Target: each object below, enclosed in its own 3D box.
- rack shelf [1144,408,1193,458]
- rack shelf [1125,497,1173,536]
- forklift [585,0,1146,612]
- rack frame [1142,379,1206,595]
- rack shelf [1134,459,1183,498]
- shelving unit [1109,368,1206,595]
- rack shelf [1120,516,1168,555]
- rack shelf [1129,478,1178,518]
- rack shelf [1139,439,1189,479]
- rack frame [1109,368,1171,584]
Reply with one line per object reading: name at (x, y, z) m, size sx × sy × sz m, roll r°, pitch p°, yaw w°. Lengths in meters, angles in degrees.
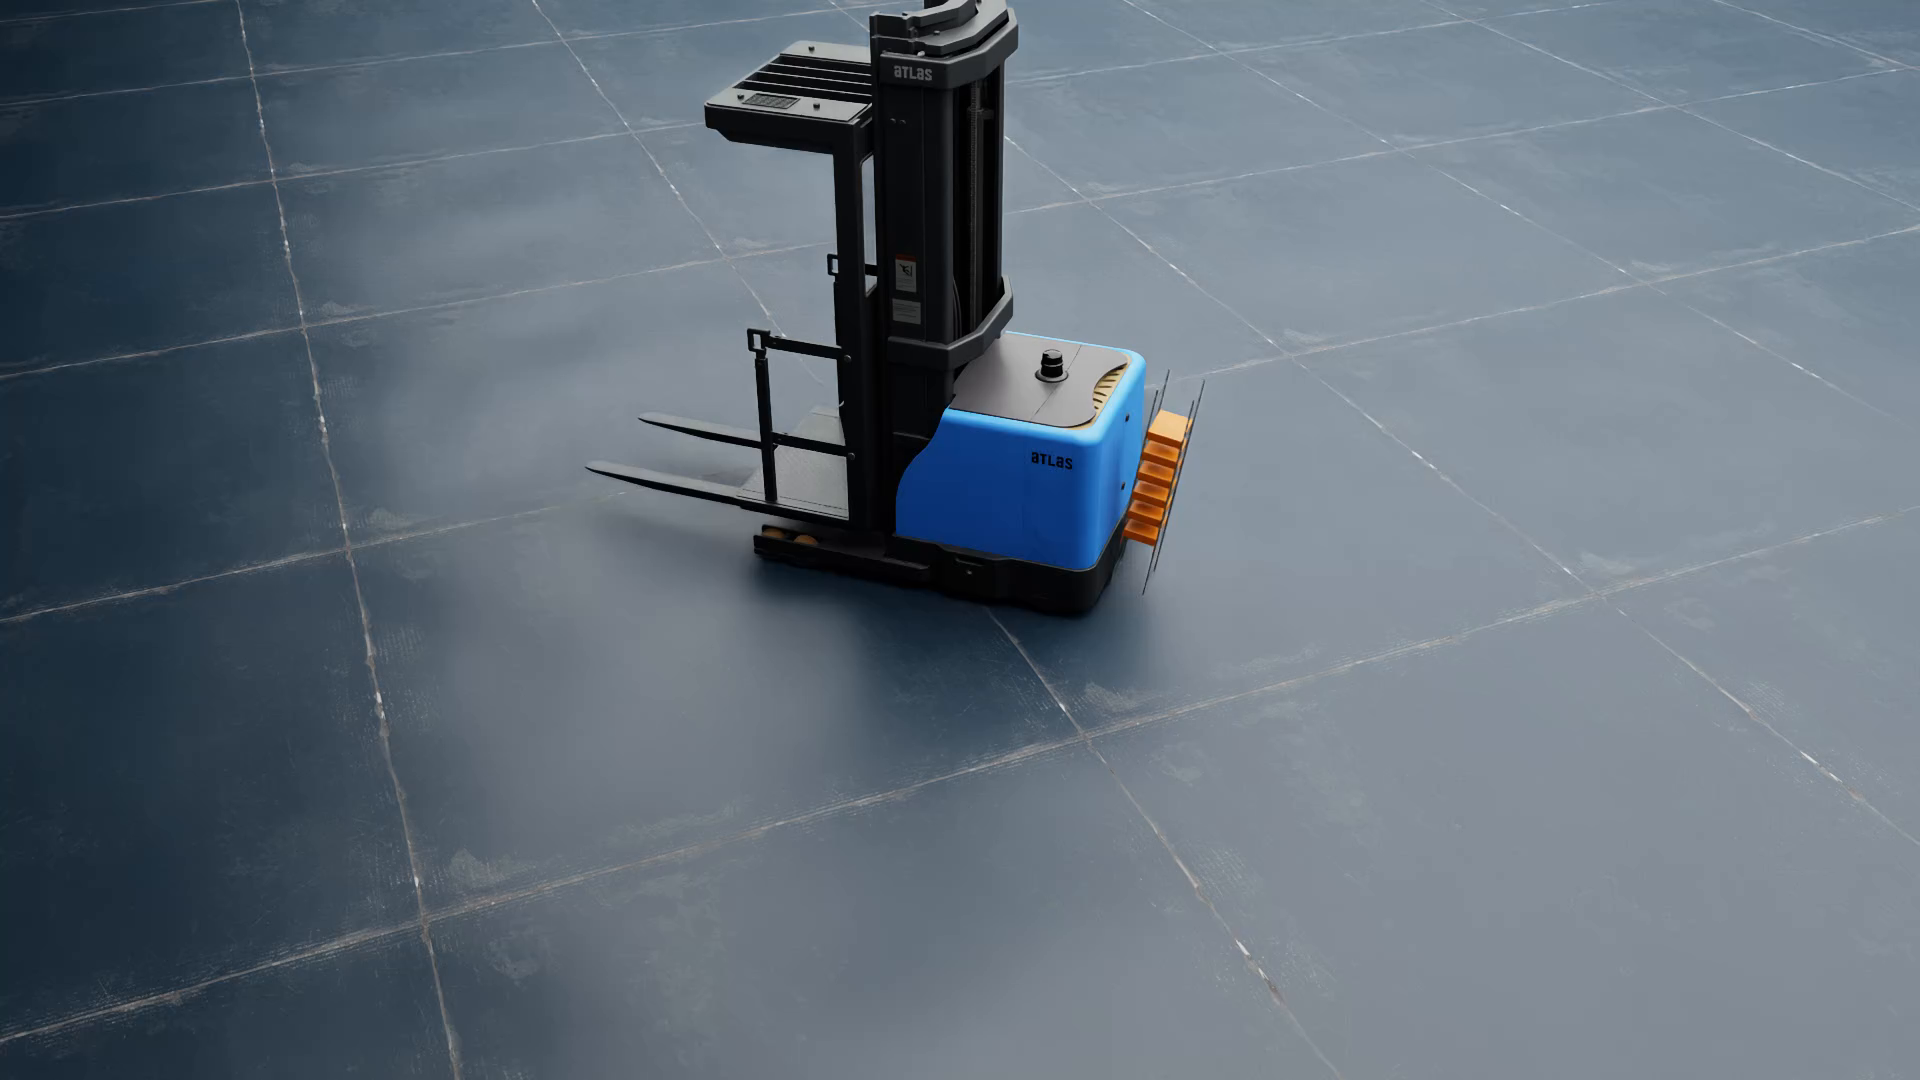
rack shelf at (1.046, -0.534, 8.301) m, size 0.180 × 0.103 × 0.258 m, roll 19°, pitch 37°, yaw 12°
rack shelf at (0.978, -0.150, 8.582) m, size 0.180 × 0.103 × 0.258 m, roll 19°, pitch 37°, yaw 12°
forklift at (-0.585, -1.344, 8.547) m, size 3.031 × 2.935 × 1.130 m, roll 11°, pitch 35°, yaw 17°
rack frame at (1.086, -0.252, 8.467) m, size 0.006 × 1.200 × 0.240 m, roll 19°, pitch 37°, yaw 12°
rack shelf at (1.012, -0.342, 8.441) m, size 0.180 × 0.103 × 0.258 m, roll 19°, pitch 37°, yaw 12°
shelving unit at (1.001, -0.281, 8.486) m, size 0.189 × 1.200 × 0.258 m, roll 19°, pitch 37°, yaw 12°
rack shelf at (0.961, -0.054, 8.652) m, size 0.180 × 0.103 × 0.258 m, roll 19°, pitch 37°, yaw 12°
rack shelf at (0.995, -0.246, 8.512) m, size 0.180 × 0.103 × 0.258 m, roll 19°, pitch 37°, yaw 12°
rack shelf at (1.029, -0.438, 8.371) m, size 0.180 × 0.103 × 0.258 m, roll 19°, pitch 37°, yaw 12°
rack frame at (0.917, -0.311, 8.505) m, size 0.006 × 1.200 × 0.240 m, roll 19°, pitch 37°, yaw 12°
